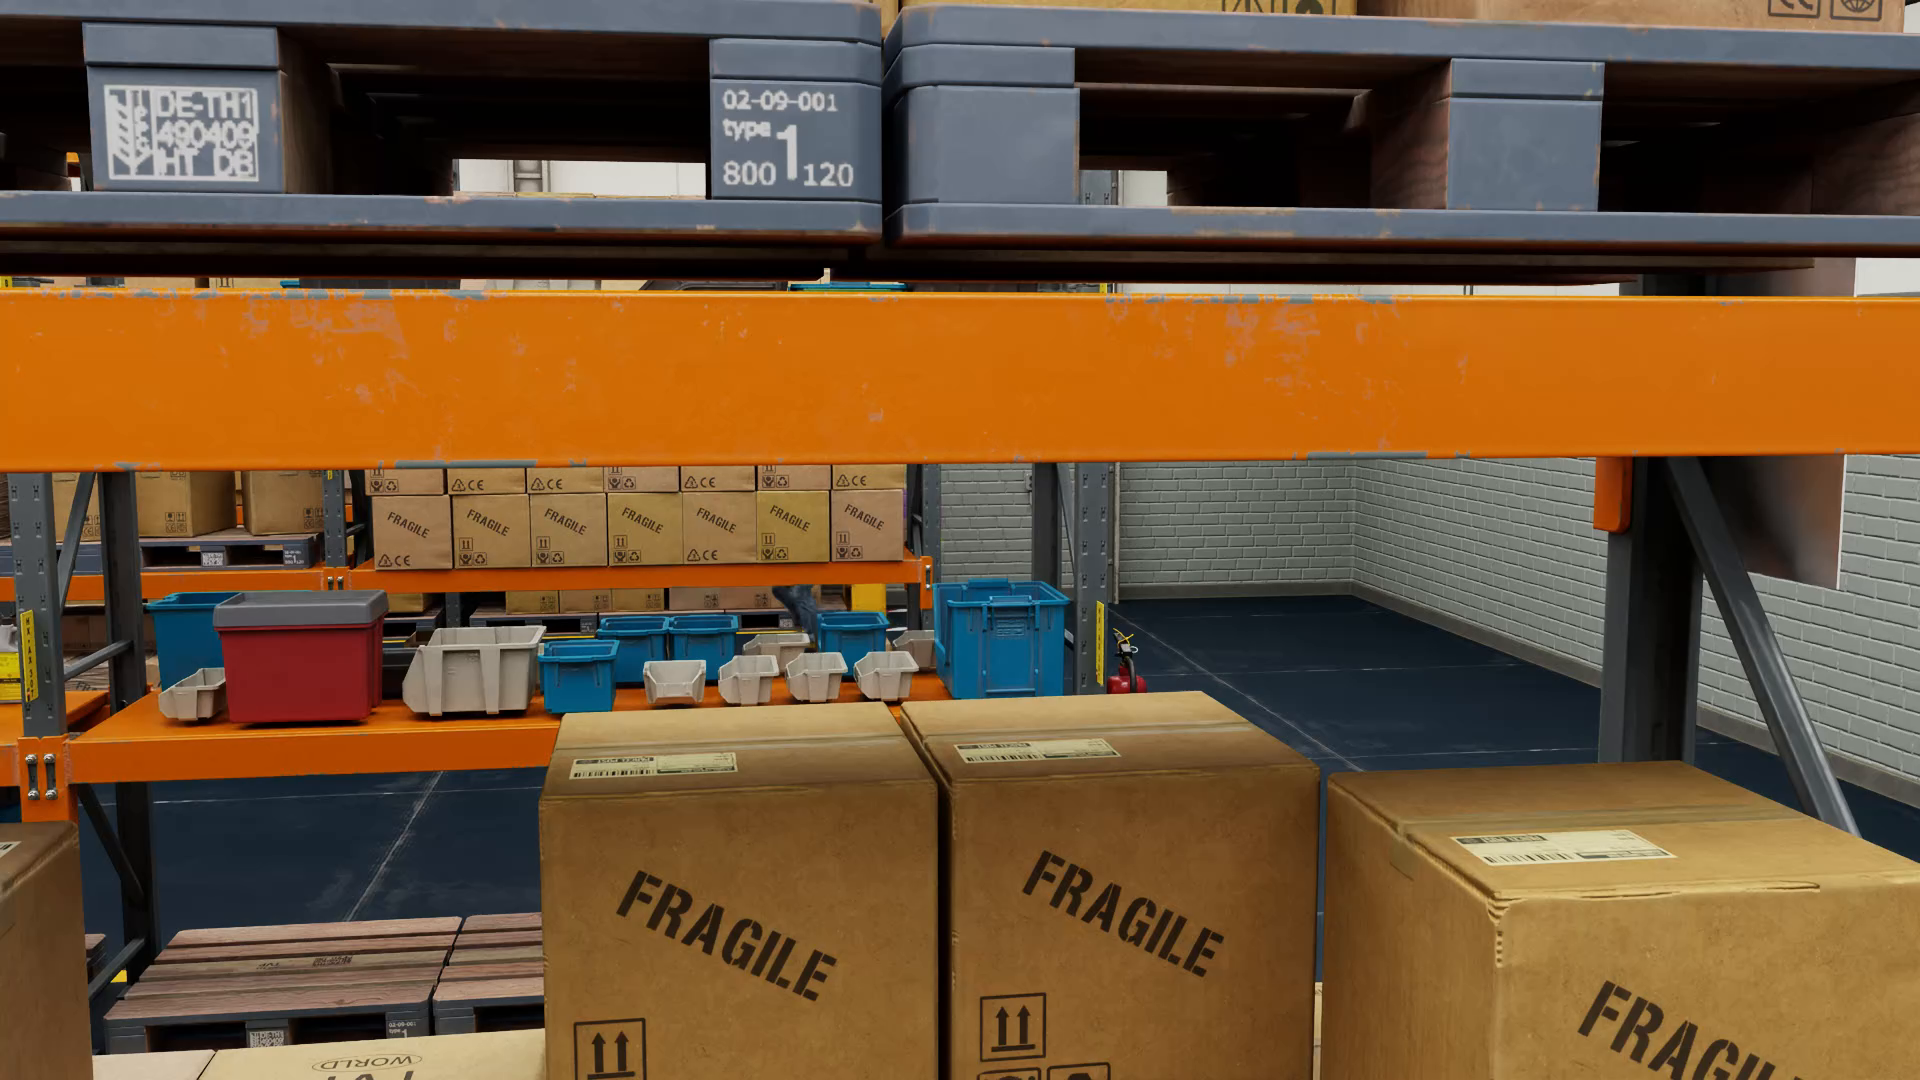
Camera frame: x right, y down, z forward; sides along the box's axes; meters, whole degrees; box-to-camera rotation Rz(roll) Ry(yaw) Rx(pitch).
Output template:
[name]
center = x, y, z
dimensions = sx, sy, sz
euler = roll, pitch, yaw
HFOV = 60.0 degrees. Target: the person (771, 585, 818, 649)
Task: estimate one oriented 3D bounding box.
[person]
center = -1.505, 0.143, 15.317
dimensions = 0.441, 1.799, 0.609
euler = -2, 7, -14
